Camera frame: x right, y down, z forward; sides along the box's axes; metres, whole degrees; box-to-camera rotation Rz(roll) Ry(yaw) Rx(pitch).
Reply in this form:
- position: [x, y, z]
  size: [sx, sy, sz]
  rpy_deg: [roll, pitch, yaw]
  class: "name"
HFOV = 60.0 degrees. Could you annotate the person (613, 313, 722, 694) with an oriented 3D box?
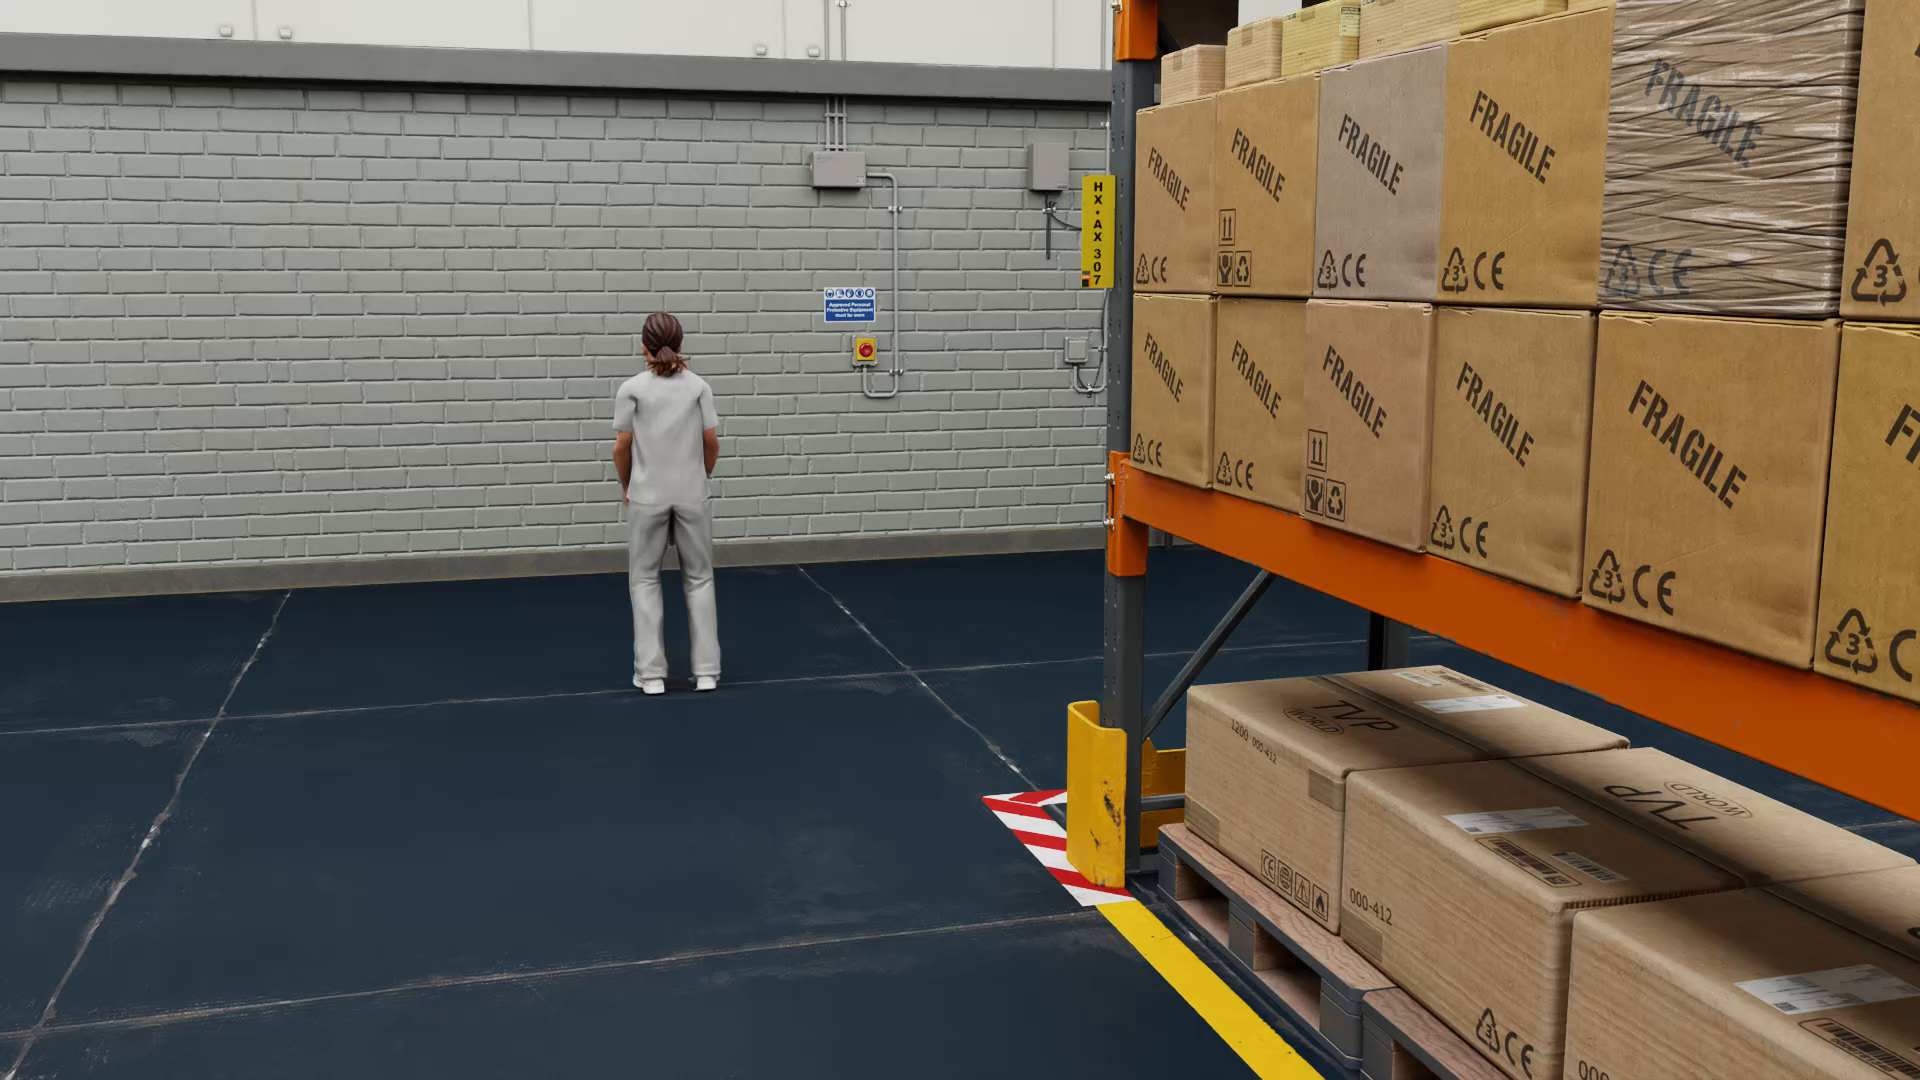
- position: [-1.296, -0.163, 7.364]
  size: [0.467, 1.676, 0.395]
  rpy_deg: [-3, 10, -17]
  class: "person"
